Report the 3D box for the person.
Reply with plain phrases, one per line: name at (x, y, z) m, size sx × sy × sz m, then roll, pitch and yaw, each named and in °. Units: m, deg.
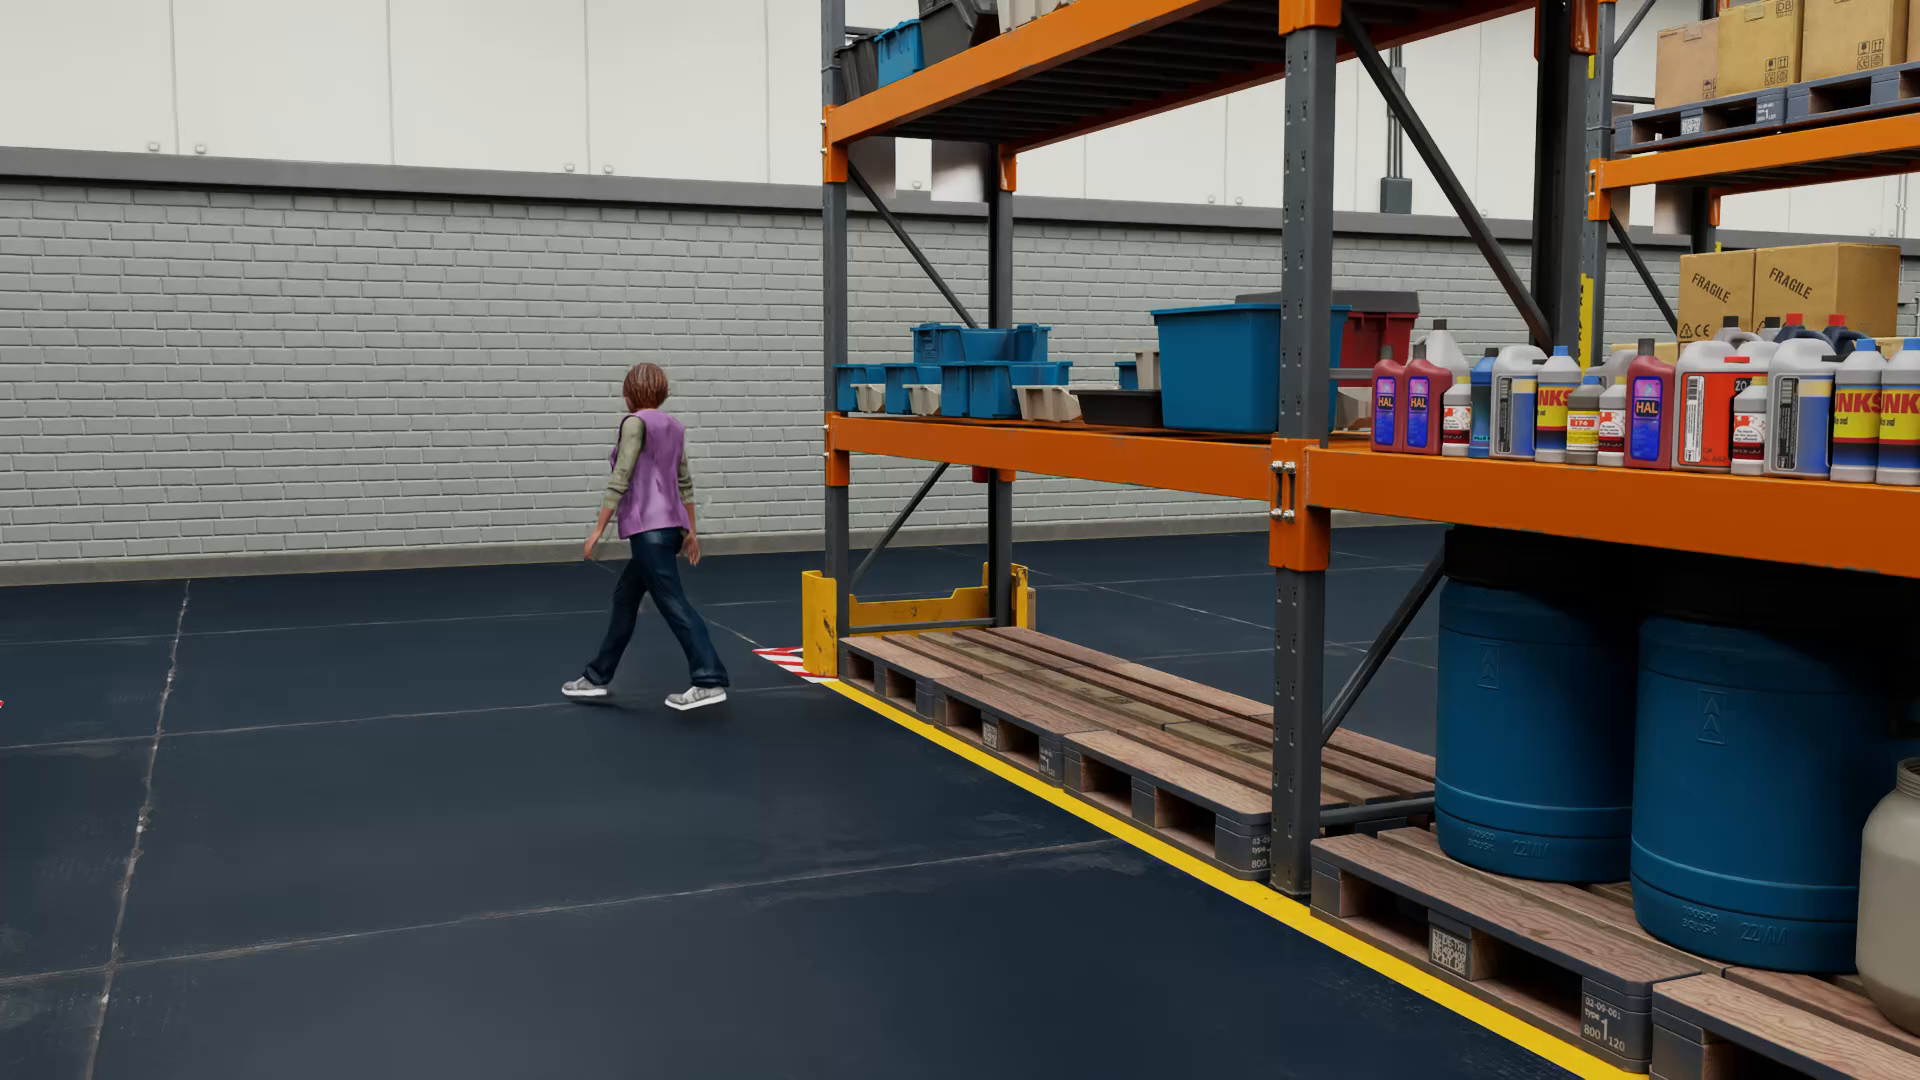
person at (-1.438, -0.024, 7.472) m, size 0.902 × 1.537 × 0.497 m, roll 2°, pitch 6°, yaw 15°
